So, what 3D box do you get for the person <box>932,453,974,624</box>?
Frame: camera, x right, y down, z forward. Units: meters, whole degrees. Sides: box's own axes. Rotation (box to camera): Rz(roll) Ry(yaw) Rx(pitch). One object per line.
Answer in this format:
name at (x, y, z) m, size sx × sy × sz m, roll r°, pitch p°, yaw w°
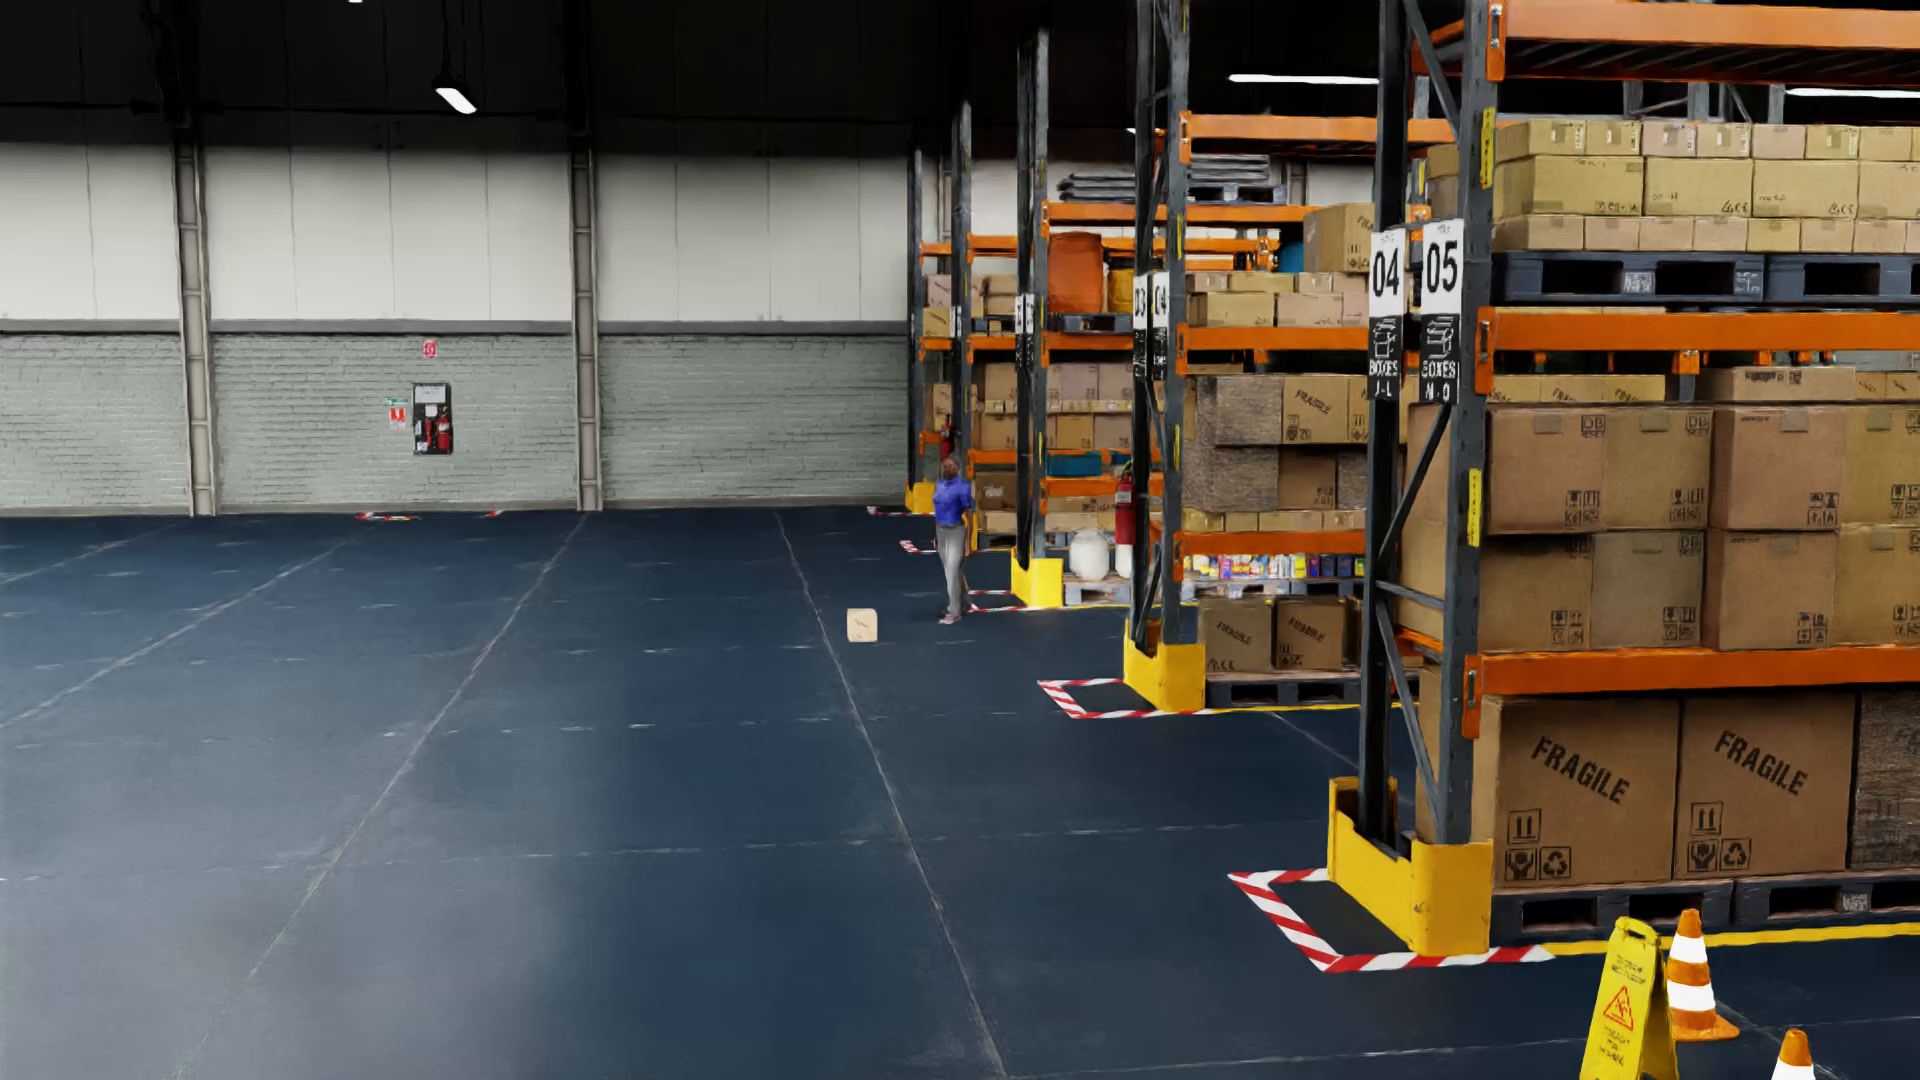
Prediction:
person at (-0.044, -0.035, 16.193) m, size 0.546 × 1.646 × 0.498 m, roll -6°, pitch 9°, yaw -42°
